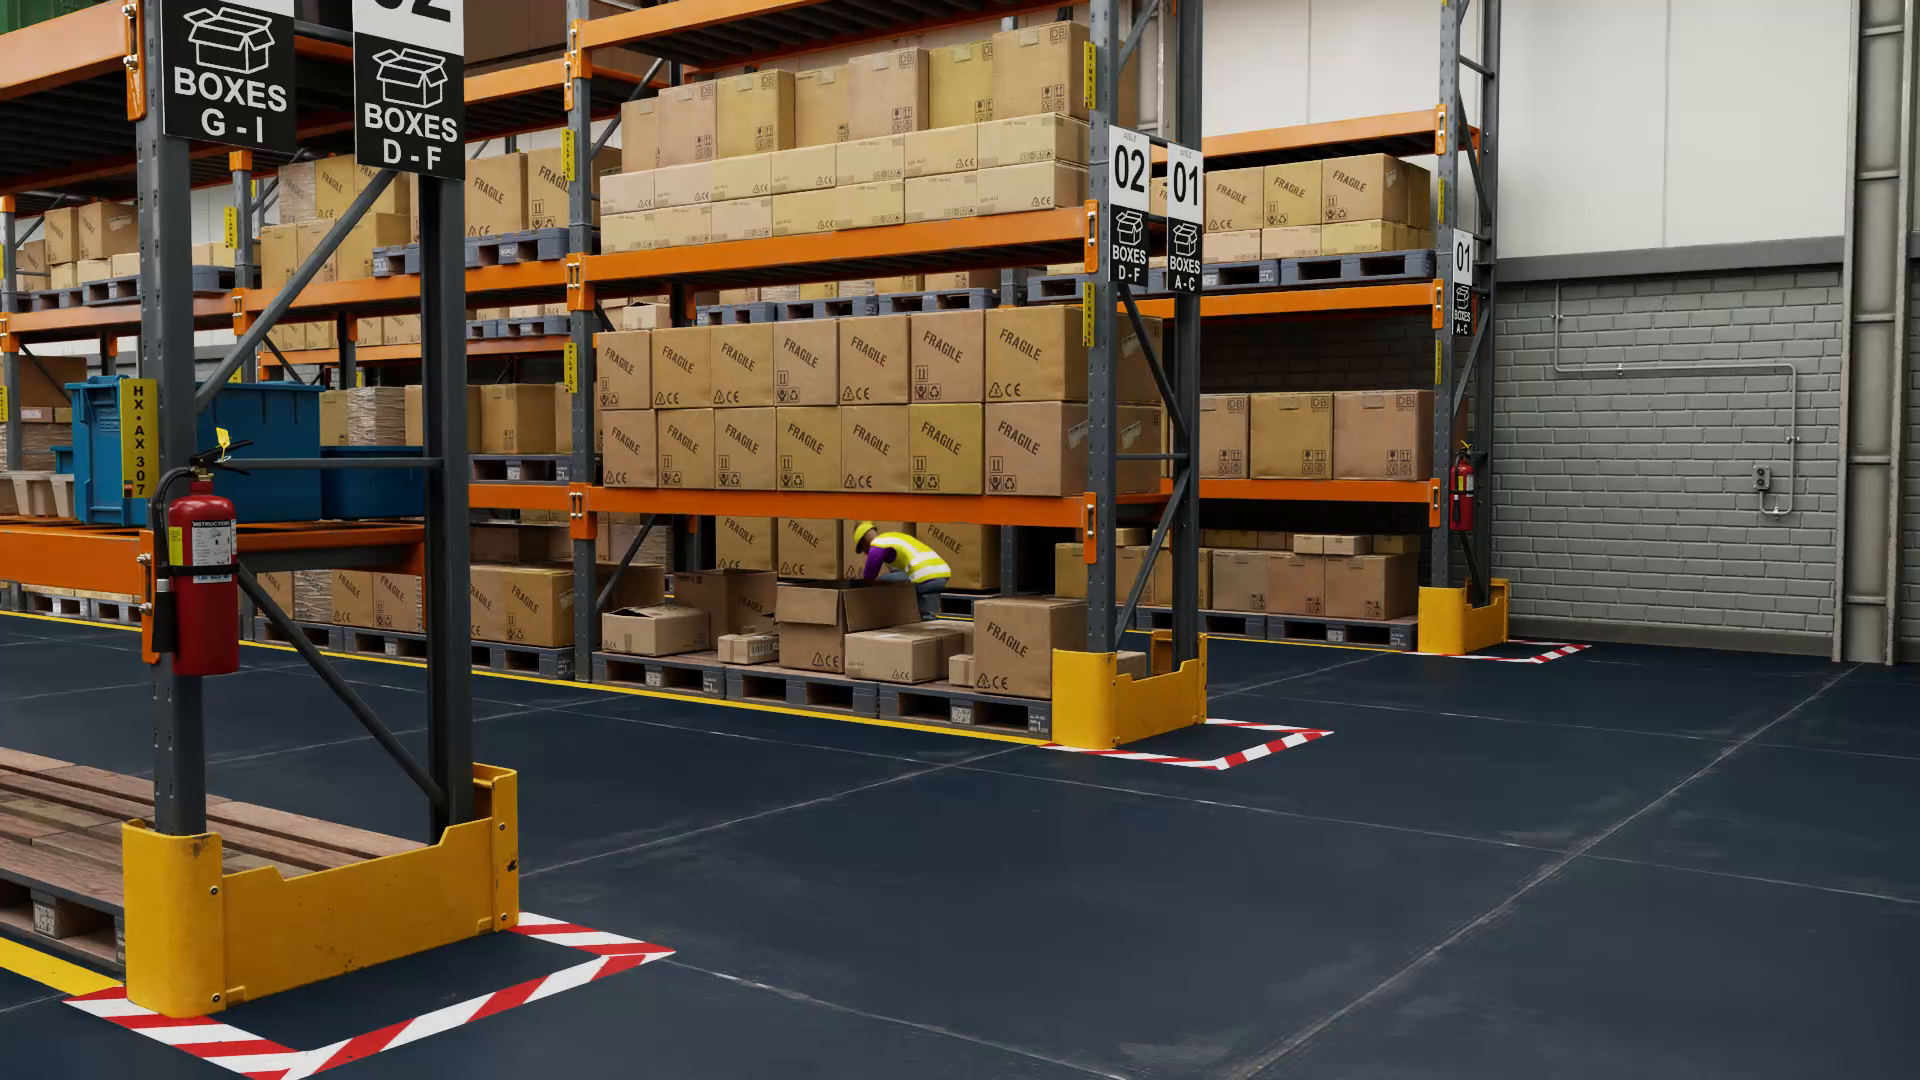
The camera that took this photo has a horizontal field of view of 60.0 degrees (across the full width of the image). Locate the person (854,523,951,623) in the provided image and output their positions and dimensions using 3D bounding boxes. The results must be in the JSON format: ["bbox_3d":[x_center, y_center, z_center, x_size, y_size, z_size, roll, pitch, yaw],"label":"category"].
[{"bbox_3d":[-0.535,0.313,14.411,0.896,0.903,0.567,2,4,36],"label":"person"}]
